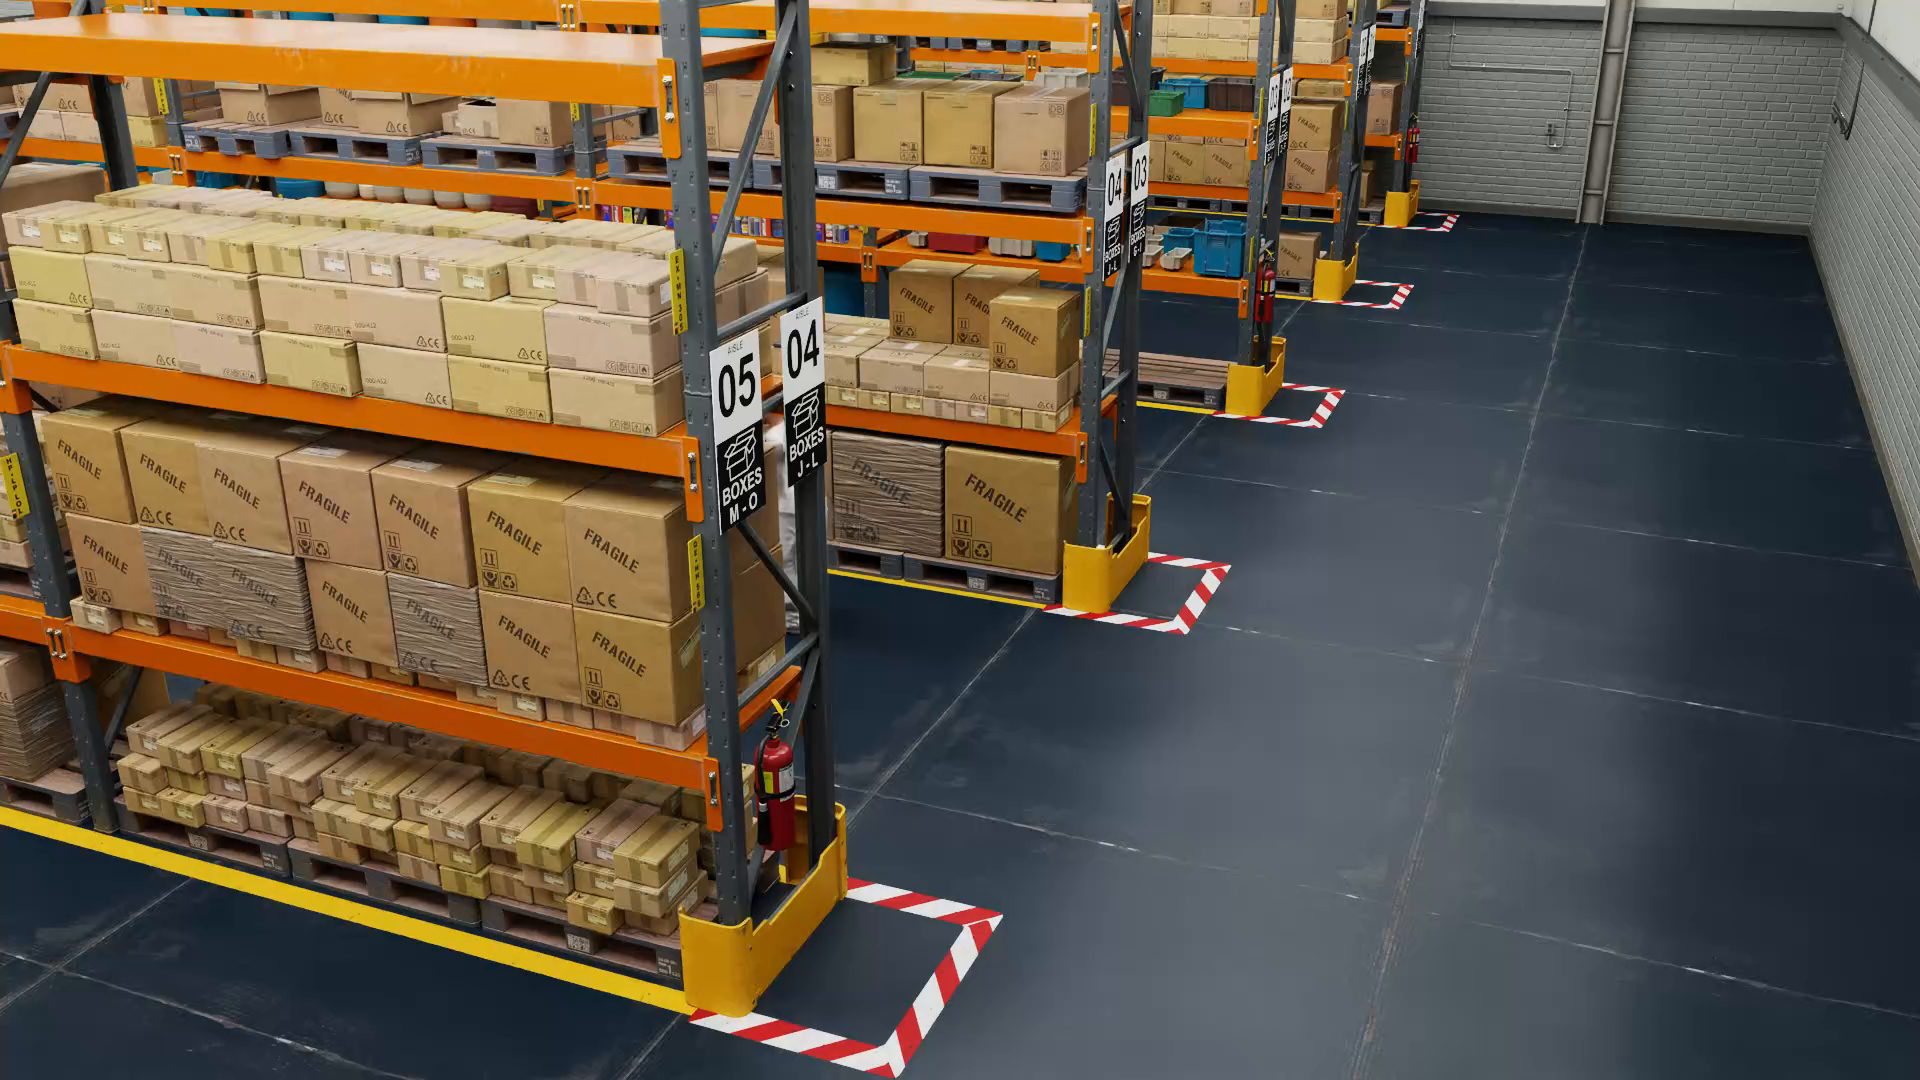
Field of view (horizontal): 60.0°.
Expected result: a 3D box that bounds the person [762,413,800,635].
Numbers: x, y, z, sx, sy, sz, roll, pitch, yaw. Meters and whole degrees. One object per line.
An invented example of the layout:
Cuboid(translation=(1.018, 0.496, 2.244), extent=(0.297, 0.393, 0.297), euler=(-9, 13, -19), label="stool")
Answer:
Cuboid(translation=(-1.252, -0.226, 11.482), extent=(0.574, 1.770, 0.493), euler=(8, 24, 19), label="person")
